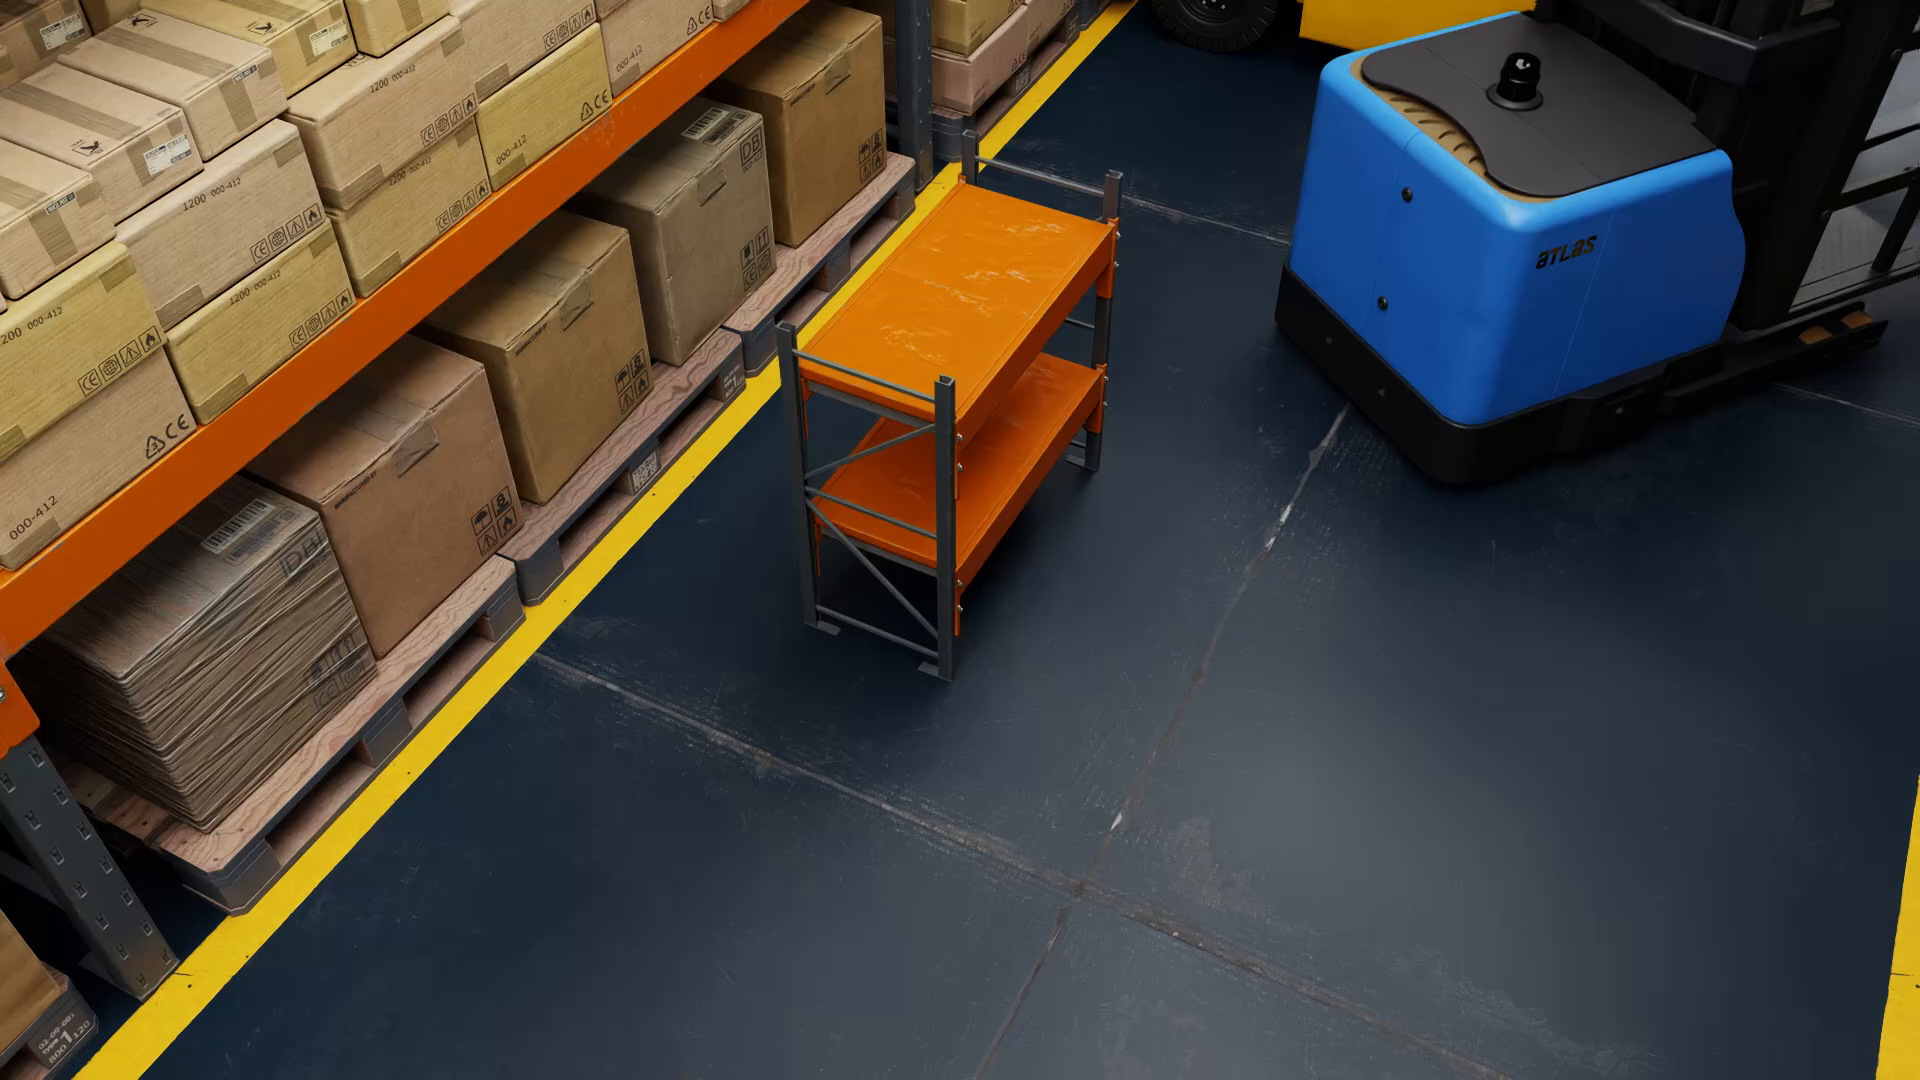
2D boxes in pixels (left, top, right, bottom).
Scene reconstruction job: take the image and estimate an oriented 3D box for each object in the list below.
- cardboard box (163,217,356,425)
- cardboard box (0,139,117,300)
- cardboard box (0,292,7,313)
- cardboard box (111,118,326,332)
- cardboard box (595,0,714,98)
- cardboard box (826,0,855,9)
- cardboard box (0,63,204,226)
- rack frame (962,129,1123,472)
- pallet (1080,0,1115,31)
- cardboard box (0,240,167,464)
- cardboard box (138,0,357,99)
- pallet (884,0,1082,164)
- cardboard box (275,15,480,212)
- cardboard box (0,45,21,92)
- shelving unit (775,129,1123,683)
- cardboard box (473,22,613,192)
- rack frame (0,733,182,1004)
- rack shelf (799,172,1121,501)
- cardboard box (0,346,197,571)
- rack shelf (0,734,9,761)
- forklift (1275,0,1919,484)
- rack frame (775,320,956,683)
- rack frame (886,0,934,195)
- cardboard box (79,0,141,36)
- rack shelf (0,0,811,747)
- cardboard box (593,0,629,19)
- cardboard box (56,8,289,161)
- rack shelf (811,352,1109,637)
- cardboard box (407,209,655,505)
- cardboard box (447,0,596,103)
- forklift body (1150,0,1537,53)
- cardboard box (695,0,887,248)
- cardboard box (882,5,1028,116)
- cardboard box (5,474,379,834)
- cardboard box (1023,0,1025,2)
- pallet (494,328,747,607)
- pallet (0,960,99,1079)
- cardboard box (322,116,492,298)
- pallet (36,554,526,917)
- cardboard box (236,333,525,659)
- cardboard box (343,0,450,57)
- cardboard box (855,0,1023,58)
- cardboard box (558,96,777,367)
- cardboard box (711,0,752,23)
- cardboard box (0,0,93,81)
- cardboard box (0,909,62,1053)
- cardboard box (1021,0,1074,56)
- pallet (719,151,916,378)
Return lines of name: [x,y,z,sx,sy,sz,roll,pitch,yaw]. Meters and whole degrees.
cardboard box: [-1.774,-0.573,3.813,0.500,0.250,0.500,19,48,18]
cardboard box: [-1.902,-0.647,3.254,0.380,0.149,0.250,21,49,20]
cardboard box: [-2.025,-0.478,3.087,0.380,0.149,0.250,22,49,20]
cardboard box: [-1.778,-0.749,3.635,0.500,0.250,0.500,22,49,20]
cardboard box: [-1.065,-1.554,4.782,0.500,0.250,0.500,21,49,19]
cardboard box: [-0.533,-2.363,6.763,0.500,0.250,0.500,19,48,18]
cardboard box: [-1.806,-0.817,3.422,0.380,0.149,0.250,22,49,20]
rack frame: [0.233,-0.711,5.162,0.500,1.125,0.032,20,49,19]
pallet: [0.394,-2.910,7.977,1.003,0.211,1.213,20,49,19]
cardboard box: [-1.989,-0.425,3.315,0.500,0.250,0.500,20,49,19]
cardboard box: [-1.605,-1.154,3.756,0.380,0.149,0.250,21,49,19]
pallet: [-0.171,-2.139,7.215,1.003,0.211,1.213,20,49,19]
cardboard box: [-1.519,-1.072,3.955,0.500,0.250,0.500,19,48,18]
cardboard box: [-2.265,-0.991,3.594,0.380,0.149,0.250,20,49,19]
shelving unit: [-0.003,-0.391,4.846,0.538,1.125,1.048,20,49,19]
cardboard box: [-1.298,-1.226,4.458,0.500,0.250,0.500,22,49,20]
rack frame: [-2.434,-0.112,3.251,1.000,3.000,0.127,20,49,19]
rack shelf: [-0.003,-0.597,4.638,0.538,0.278,1.000,20,49,19]
cardboard box: [-2.011,-0.258,3.501,0.500,0.250,0.500,21,49,19]
rack shelf: [-3.362,1.401,2.262,1.077,0.370,4.000,20,49,19]
forklift: [2.679,-1.934,5.101,3.031,2.935,1.130,-19,48,-18]
rack frame: [-0.239,-0.071,4.529,0.500,1.125,0.032,20,49,19]
rack frame: [-0.577,-2.632,5.742,1.000,3.000,0.127,20,49,19]
cardboard box: [-2.023,-1.308,3.907,0.380,0.149,0.250,20,49,19]
rack shelf: [-1.505,-1.119,4.752,1.077,0.370,4.000,20,49,19]
cardboard box: [-1.053,-1.714,4.589,0.500,0.250,0.500,21,49,20]
cardboard box: [-1.696,-0.986,3.589,0.380,0.149,0.250,21,49,19]
rack shelf: [-0.003,-0.219,5.020,0.538,0.278,1.000,20,49,19]
cardboard box: [-1.524,-0.651,5.159,0.875,0.625,0.625,19,48,17]
cardboard box: [-1.304,-1.403,4.281,0.500,0.250,0.500,21,49,20]
forklift body: [2.015,-3.056,6.758,2.313,2.155,1.214,20,49,19]
cardboard box: [-0.809,-1.612,6.109,0.875,0.625,0.625,23,50,21]
cardboard box: [-0.059,-2.008,6.764,0.500,0.250,0.500,21,49,19]
cardboard box: [-2.132,0.187,4.330,0.875,0.625,0.625,22,49,20]
cardboard box: [0.153,-2.509,6.907,0.500,0.250,0.500,20,49,19]
pallet: [-1.450,-0.403,5.500,1.003,0.211,1.213,20,49,19]
pallet: [-2.814,1.326,3.791,1.003,0.211,1.213,20,49,19]
cardboard box: [-1.541,-0.900,4.136,0.500,0.250,0.500,19,48,18]
pallet: [-2.017,0.363,4.743,1.003,0.211,1.213,20,49,19]
cardboard box: [-1.836,-0.227,4.740,0.875,0.625,0.625,22,49,20]
cardboard box: [-1.435,-1.295,3.894,0.380,0.149,0.250,21,49,20]
cardboard box: [-0.079,-2.191,6.593,0.500,0.250,0.500,20,49,19]
cardboard box: [-1.176,-1.126,5.628,0.875,0.625,0.625,20,49,19]
cardboard box: [-0.808,-1.856,5.081,0.500,0.250,0.500,20,49,19]
cardboard box: [-2.213,-1.169,3.770,0.380,0.149,0.250,20,49,18]
cardboard box: [-2.440,0.957,3.658,0.500,0.500,0.500,22,49,20]
cardboard box: [0.163,-2.333,7.085,0.500,0.250,0.500,19,48,18]
pallet: [-0.885,-1.174,6.262,1.003,0.211,1.213,20,49,19]
